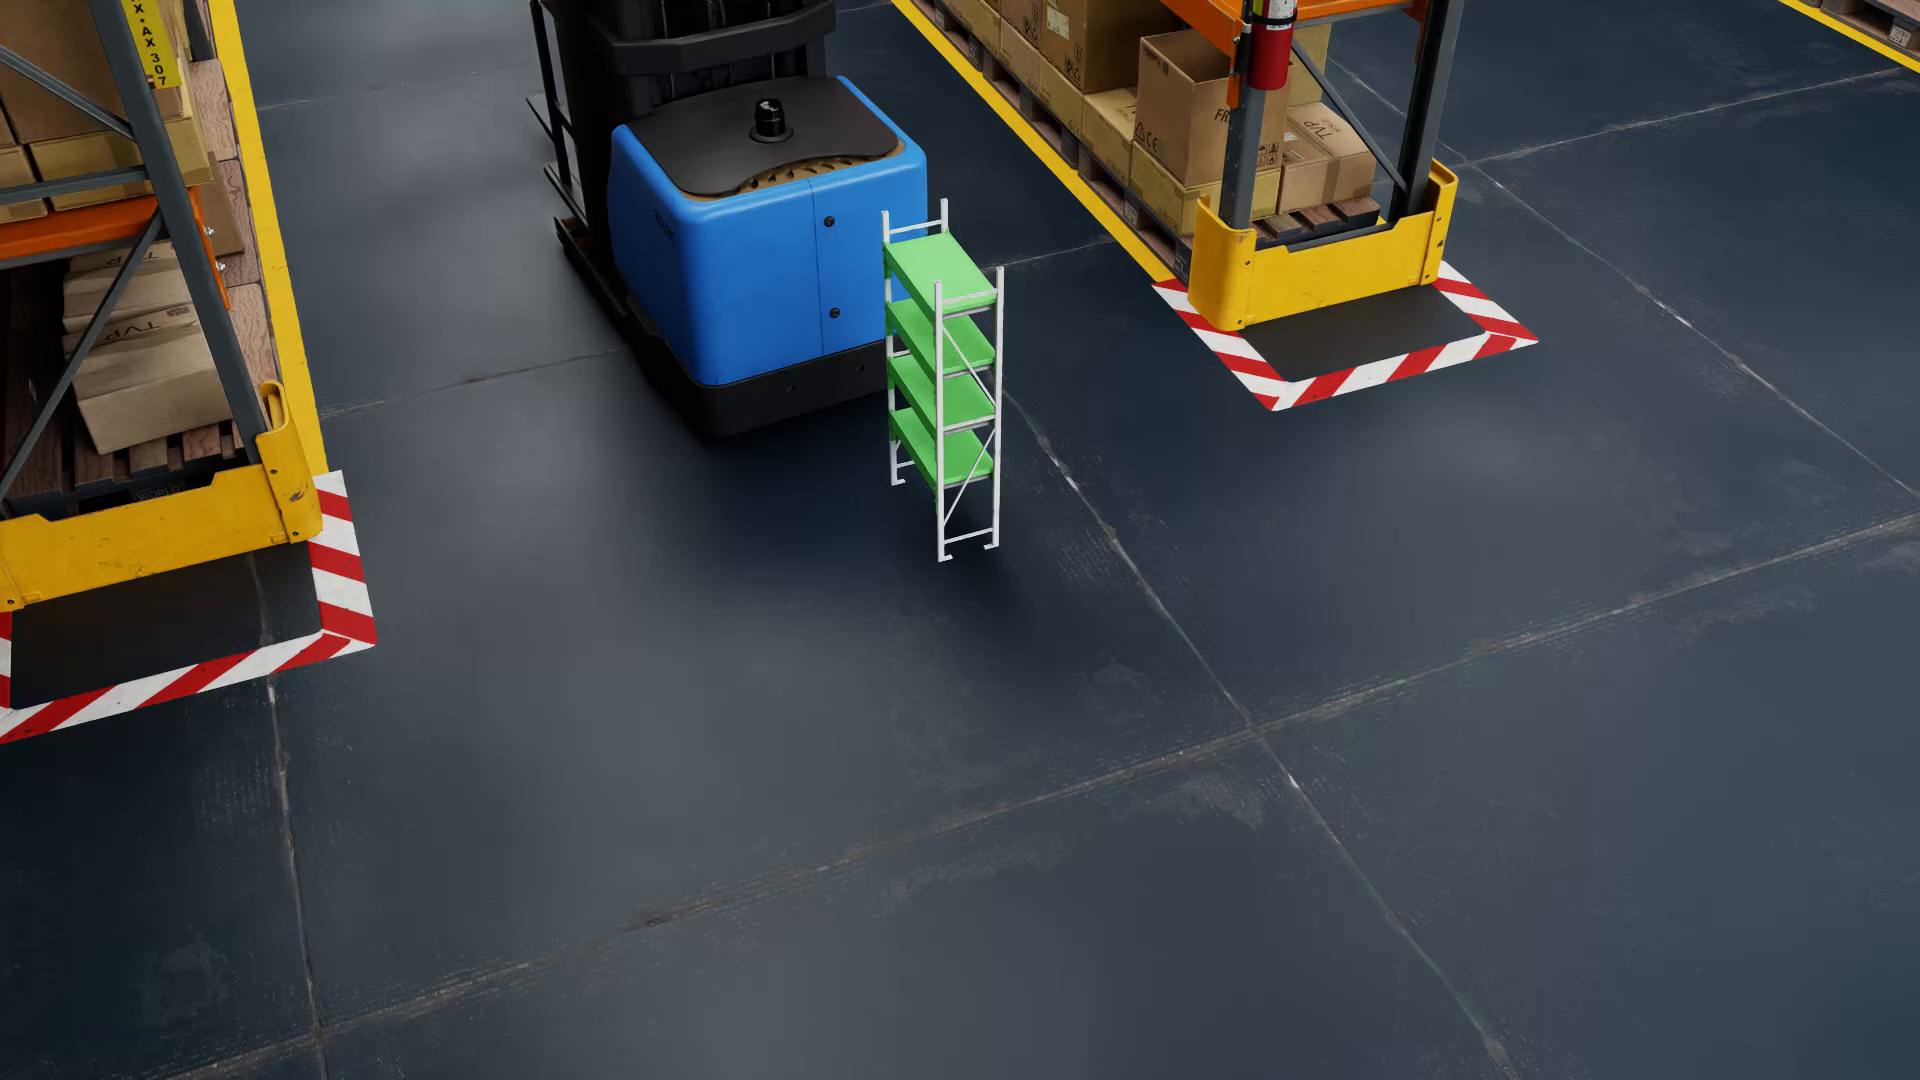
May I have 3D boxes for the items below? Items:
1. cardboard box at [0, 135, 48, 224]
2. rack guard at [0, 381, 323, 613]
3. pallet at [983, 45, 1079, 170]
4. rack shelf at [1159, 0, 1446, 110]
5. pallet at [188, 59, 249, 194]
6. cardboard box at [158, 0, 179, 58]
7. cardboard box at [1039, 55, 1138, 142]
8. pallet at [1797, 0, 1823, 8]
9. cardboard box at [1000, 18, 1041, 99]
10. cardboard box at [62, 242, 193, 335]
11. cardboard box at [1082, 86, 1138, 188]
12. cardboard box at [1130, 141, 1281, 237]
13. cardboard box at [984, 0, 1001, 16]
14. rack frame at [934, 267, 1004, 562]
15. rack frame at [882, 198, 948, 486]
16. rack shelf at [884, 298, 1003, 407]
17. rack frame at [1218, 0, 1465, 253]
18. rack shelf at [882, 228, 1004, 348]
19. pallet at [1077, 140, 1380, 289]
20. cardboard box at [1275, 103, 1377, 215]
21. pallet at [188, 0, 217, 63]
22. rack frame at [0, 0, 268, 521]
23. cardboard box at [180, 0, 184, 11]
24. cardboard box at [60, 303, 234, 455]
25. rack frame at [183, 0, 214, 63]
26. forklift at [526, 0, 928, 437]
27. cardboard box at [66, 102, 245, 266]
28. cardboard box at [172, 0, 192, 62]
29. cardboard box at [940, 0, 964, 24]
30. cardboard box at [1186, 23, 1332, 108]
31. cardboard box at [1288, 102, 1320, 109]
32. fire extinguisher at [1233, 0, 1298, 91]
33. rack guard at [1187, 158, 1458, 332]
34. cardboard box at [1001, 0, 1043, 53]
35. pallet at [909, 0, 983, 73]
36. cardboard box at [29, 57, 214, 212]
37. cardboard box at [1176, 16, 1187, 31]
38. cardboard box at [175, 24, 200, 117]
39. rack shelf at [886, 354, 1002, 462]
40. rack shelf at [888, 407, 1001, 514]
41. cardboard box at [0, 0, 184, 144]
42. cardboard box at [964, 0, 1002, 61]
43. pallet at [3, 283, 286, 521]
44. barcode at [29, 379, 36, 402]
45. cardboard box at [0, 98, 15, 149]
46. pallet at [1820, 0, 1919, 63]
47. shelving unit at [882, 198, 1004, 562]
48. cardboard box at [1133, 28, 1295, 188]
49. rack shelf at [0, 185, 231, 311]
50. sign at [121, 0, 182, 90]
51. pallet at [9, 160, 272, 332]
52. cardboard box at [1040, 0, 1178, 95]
[{"bbox_3d":[-3.329,-1.251,5.504,0.500,0.250,0.500,-15,43,-16],"label":"cardboard box"},{"bbox_3d":[-3.000,-0.165,6.059,1.175,0.500,0.348,-15,43,-17],"label":"rack guard"},{"bbox_3d":[0.810,-2.432,8.916,1.003,0.211,1.213,-15,43,-17],"label":"pallet"},{"bbox_3d":[0.839,-3.237,8.266,1.077,0.370,4.000,-15,43,-17],"label":"rack shelf"},{"bbox_3d":[-4.212,-2.024,8.441,1.003,0.211,1.213,-15,43,-17],"label":"pallet"},{"bbox_3d":[-3.056,-1.965,5.759,0.500,0.500,0.500,-15,43,-17],"label":"cardboard box"},{"bbox_3d":[0.730,-2.270,8.376,0.500,0.250,0.500,-15,43,-17],"label":"cardboard box"},{"bbox_3d":[5.340,-3.740,10.437,1.003,0.211,1.213,-15,43,-17],"label":"pallet"},{"bbox_3d":[0.541,-2.572,8.727,0.500,0.250,0.500,-15,43,-17],"label":"cardboard box"},{"bbox_3d":[-3.371,-0.997,6.834,0.500,0.311,0.500,-12,42,-13],"label":"cardboard box"},{"bbox_3d":[0.923,-1.969,8.026,0.500,0.250,0.500,-15,43,-17],"label":"cardboard box"},{"bbox_3d":[1.126,-1.671,7.680,0.500,0.250,0.500,-15,43,-17],"label":"cardboard box"},{"bbox_3d":[0.344,-3.156,8.831,0.500,0.500,0.500,-15,43,-17],"label":"cardboard box"},{"bbox_3d":[0.030,-0.408,5.804,0.240,1.200,0.015,-15,43,-17],"label":"rack frame"},{"bbox_3d":[-0.157,-0.702,6.146,0.240,1.200,0.015,-15,43,-17],"label":"rack frame"},{"bbox_3d":[-0.063,-0.688,5.860,0.258,0.148,0.480,-15,43,-17],"label":"rack shelf"},{"bbox_3d":[1.604,-2.305,6.630,1.000,3.000,0.127,-15,43,-17],"label":"rack frame"},{"bbox_3d":[-0.063,-0.870,5.703,0.258,0.148,0.480,-15,43,-17],"label":"rack shelf"},{"bbox_3d":[1.273,-1.698,8.063,1.003,0.211,1.213,-15,43,-17],"label":"pallet"},{"bbox_3d":[1.604,-1.800,7.830,0.500,0.250,0.500,-15,43,-17],"label":"cardboard box"},{"bbox_3d":[-4.801,-2.888,9.447,1.003,0.211,1.213,-15,43,-17],"label":"pallet"},{"bbox_3d":[-2.971,-1.067,5.190,1.000,3.000,0.127,-15,43,-17],"label":"rack frame"},{"bbox_3d":[-3.457,-2.314,6.740,0.500,0.250,0.500,-15,43,-16],"label":"cardboard box"},{"bbox_3d":[-3.153,-0.654,6.434,0.500,0.311,0.500,-20,45,-22],"label":"cardboard box"},{"bbox_3d":[-4.502,-3.477,7.992,1.000,3.000,0.127,-15,43,-17],"label":"rack frame"},{"bbox_3d":[-1.240,-2.475,6.880,1.130,2.935,3.031,-19,44,-21],"label":"forklift"},{"bbox_3d":[-3.606,-1.523,7.301,0.700,0.500,0.500,-18,44,-20],"label":"cardboard box"},{"bbox_3d":[-3.266,-2.009,6.385,0.500,0.250,0.500,-16,43,-18],"label":"cardboard box"},{"bbox_3d":[0.157,-3.174,9.427,0.500,0.250,0.500,-15,43,-17],"label":"cardboard box"},{"bbox_3d":[1.411,-2.385,7.935,0.500,0.500,0.500,-15,43,-17],"label":"cardboard box"},{"bbox_3d":[1.410,-2.101,8.179,0.500,0.250,0.500,-15,43,-17],"label":"cardboard box"},{"bbox_3d":[1.220,-2.089,6.438,0.296,0.674,0.183,-15,43,-17],"label":"fire extinguisher"},{"bbox_3d":[1.613,-1.343,7.428,1.175,0.500,0.348,-15,43,-17],"label":"rack guard"},{"bbox_3d":[0.538,-2.855,8.481,0.500,0.500,0.500,-15,43,-17],"label":"cardboard box"},{"bbox_3d":[0.339,-3.168,9.772,1.003,0.211,1.213,-15,43,-17],"label":"pallet"},{"bbox_3d":[-2.865,-1.391,5.667,0.500,0.250,0.500,-16,43,-18],"label":"cardboard box"},{"bbox_3d":[1.208,-2.683,8.282,0.500,0.500,0.500,-15,43,-17],"label":"cardboard box"},{"bbox_3d":[-3.077,-1.700,6.026,0.500,0.250,0.500,-16,43,-18],"label":"cardboard box"},{"bbox_3d":[-0.063,-0.506,6.016,0.258,0.148,0.480,-15,43,-17],"label":"rack shelf"},{"bbox_3d":[-0.063,-0.324,6.173,0.258,0.148,0.480,-15,43,-17],"label":"rack shelf"},{"bbox_3d":[-2.876,-1.665,5.410,0.500,0.500,0.500,-15,43,-17],"label":"cardboard box"},{"bbox_3d":[0.344,-2.872,9.075,0.500,0.250,0.500,-15,43,-17],"label":"cardboard box"},{"bbox_3d":[-3.279,-0.554,6.732,1.003,0.211,1.213,-15,43,-17],"label":"pallet"},{"bbox_3d":[-3.529,-0.568,6.328,0.001,0.075,0.075,-15,43,-17],"label":"barcode"},{"bbox_3d":[-3.348,-1.533,5.257,0.500,0.500,0.500,-16,43,-17],"label":"cardboard box"},{"bbox_3d":[5.803,-3.006,9.584,1.003,0.211,1.213,-15,43,-17],"label":"pallet"},{"bbox_3d":[-0.063,-0.555,5.975,0.258,1.200,0.503,-15,43,-17],"label":"shelving unit"},{"bbox_3d":[1.124,-1.955,7.435,0.500,0.500,0.500,-15,43,-17],"label":"cardboard box"},{"bbox_3d":[-3.737,-1.999,6.826,1.077,0.370,4.000,-15,43,-17],"label":"rack shelf"},{"bbox_3d":[-2.470,-1.531,5.066,0.100,0.325,0.005,-15,43,-17],"label":"sign"},{"bbox_3d":[-3.742,-1.288,7.585,1.003,0.211,1.213,-15,43,-17],"label":"pallet"},{"bbox_3d":[0.728,-2.554,8.131,0.500,0.500,0.500,-15,43,-17],"label":"cardboard box"}]
